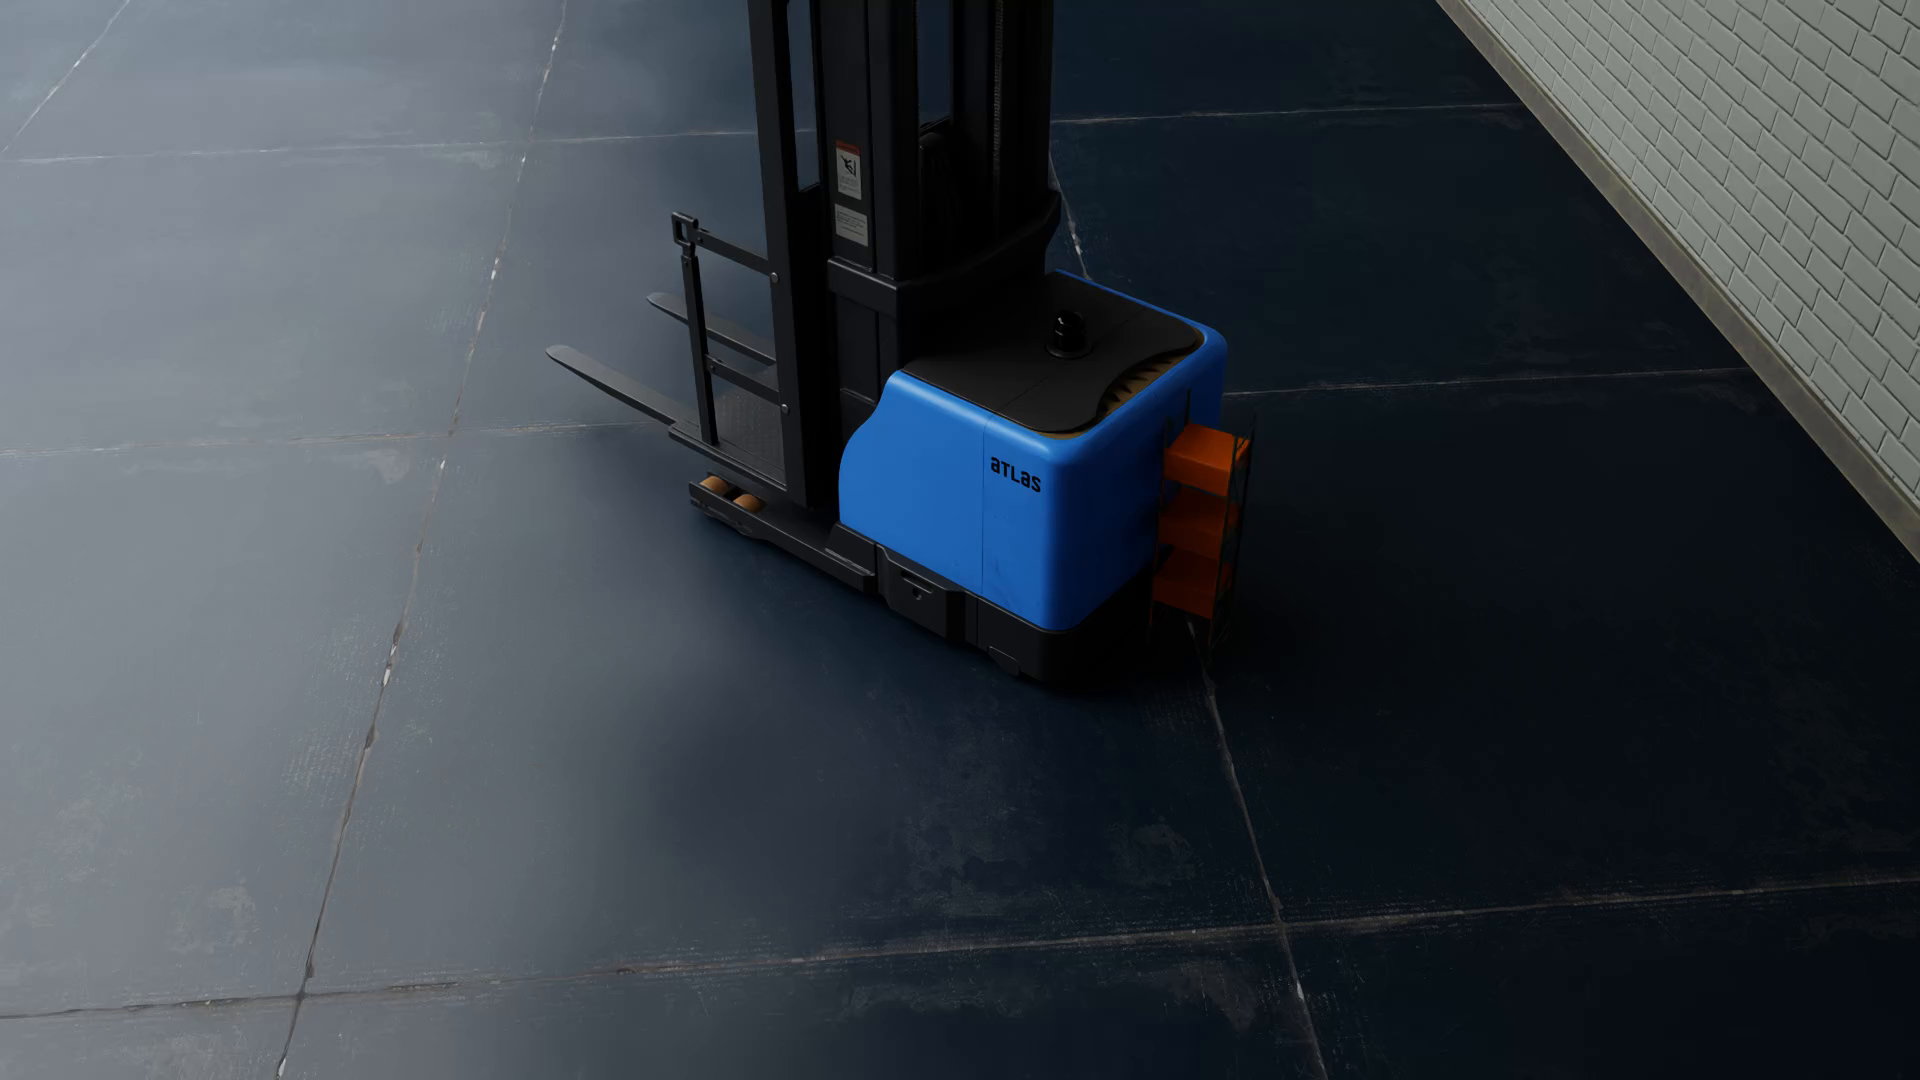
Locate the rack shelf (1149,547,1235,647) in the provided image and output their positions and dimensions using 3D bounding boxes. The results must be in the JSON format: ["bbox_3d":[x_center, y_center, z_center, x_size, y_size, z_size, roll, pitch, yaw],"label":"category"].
[{"bbox_3d":[0.854,0.197,6.113,0.240,0.259,0.215,19,43,22],"label":"rack shelf"}]

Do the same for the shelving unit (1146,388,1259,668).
[{"bbox_3d":[0.853,-0.025,5.929,0.252,1.050,0.215,19,43,22],"label":"shelving unit"}]

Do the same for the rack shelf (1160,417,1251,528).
[{"bbox_3d":[0.851,-0.236,5.755,0.240,0.259,0.215,19,43,22],"label":"rack shelf"}]

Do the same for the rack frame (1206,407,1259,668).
[{"bbox_3d":[0.959,0.012,5.883,0.008,1.050,0.200,19,43,22],"label":"rack frame"}]

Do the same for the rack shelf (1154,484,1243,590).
[{"bbox_3d":[0.853,-0.017,5.936,0.240,0.259,0.215,19,43,22],"label":"rack shelf"}]

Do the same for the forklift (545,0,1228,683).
[{"bbox_3d":[-0.483,-1.396,6.152,3.031,2.935,1.130,27,46,30],"label":"forklift"}]

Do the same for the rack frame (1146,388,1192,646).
[{"bbox_3d":[0.746,-0.063,5.975,0.008,1.050,0.200,19,43,22],"label":"rack frame"}]
